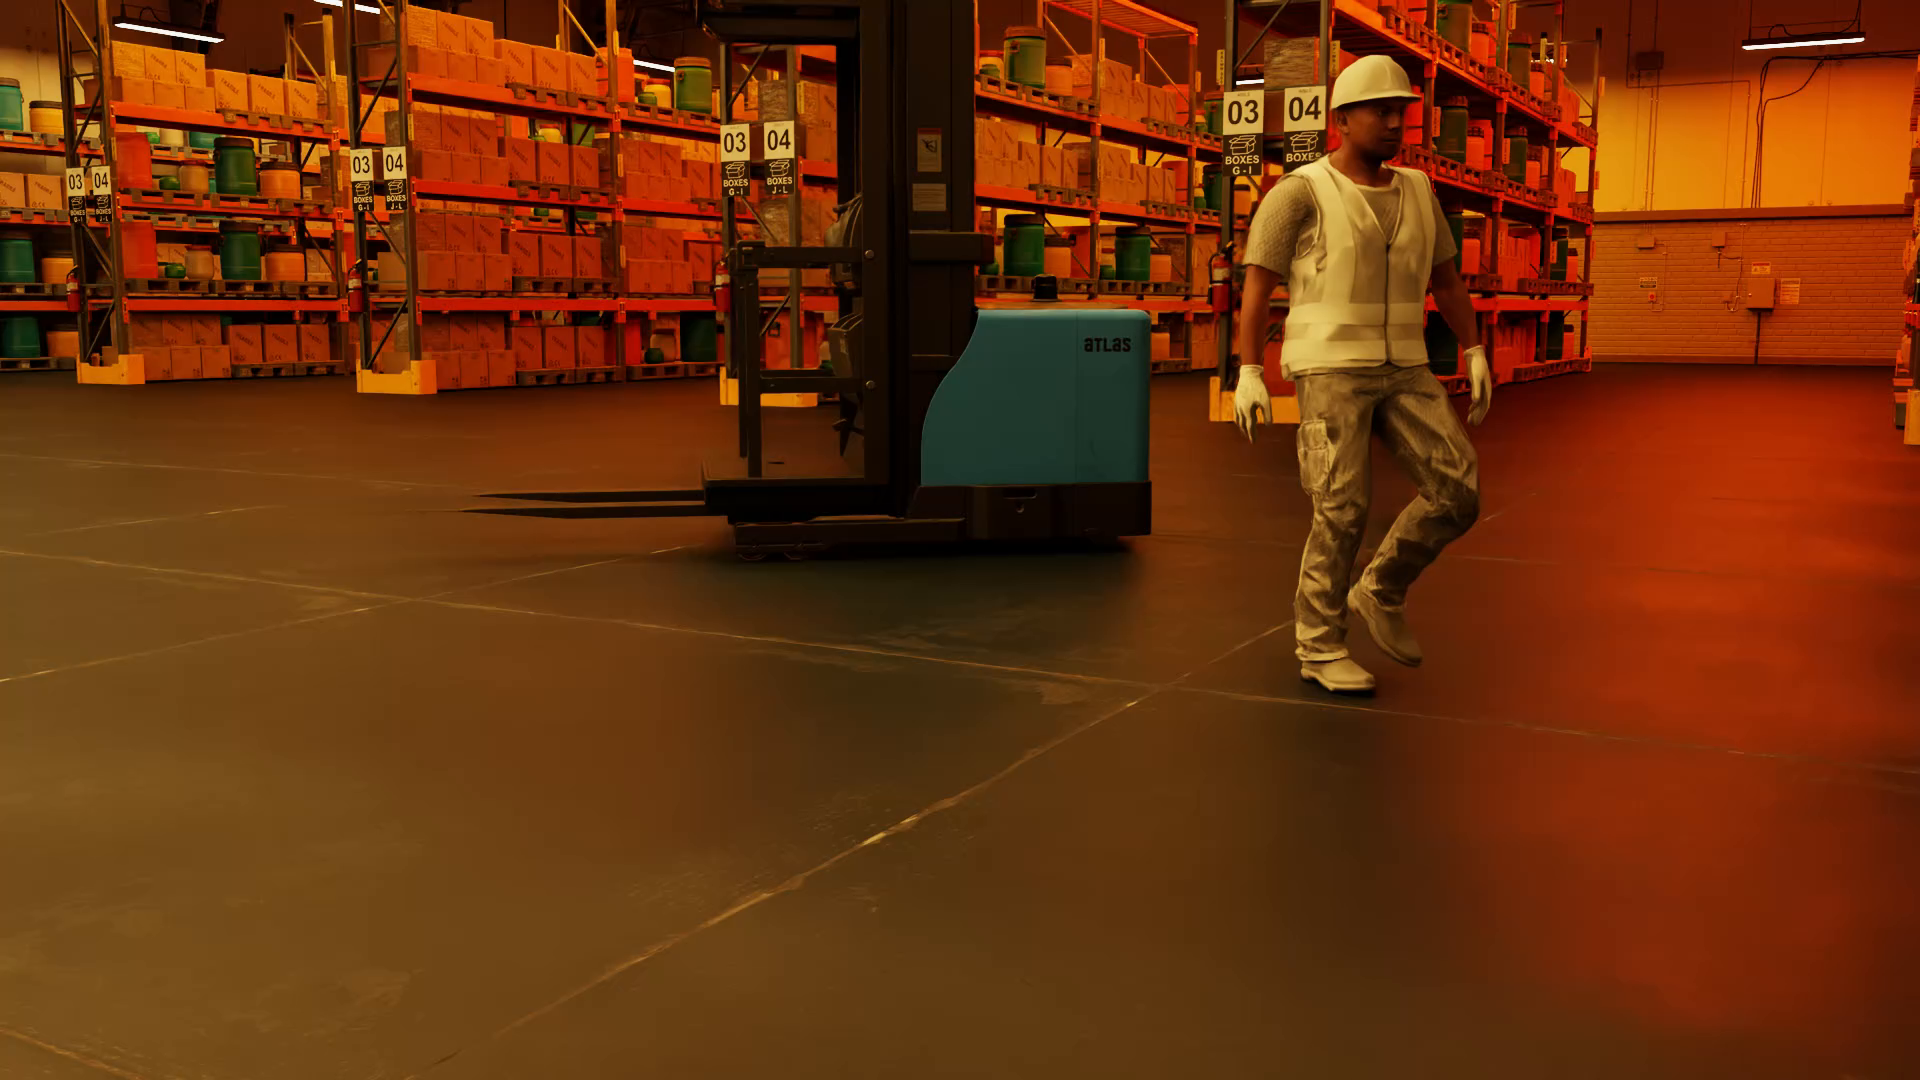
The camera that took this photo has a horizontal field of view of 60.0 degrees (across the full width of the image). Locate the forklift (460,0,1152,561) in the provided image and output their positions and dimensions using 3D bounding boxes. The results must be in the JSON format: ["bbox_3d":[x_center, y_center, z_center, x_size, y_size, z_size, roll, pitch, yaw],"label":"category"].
[{"bbox_3d":[-0.702,-1.438,7.510,3.031,2.935,1.130,-1,8,-10],"label":"forklift"}]

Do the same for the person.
[{"bbox_3d":[1.161,-0.457,4.680,0.731,1.764,0.467,-3,8,-22],"label":"person"}]
